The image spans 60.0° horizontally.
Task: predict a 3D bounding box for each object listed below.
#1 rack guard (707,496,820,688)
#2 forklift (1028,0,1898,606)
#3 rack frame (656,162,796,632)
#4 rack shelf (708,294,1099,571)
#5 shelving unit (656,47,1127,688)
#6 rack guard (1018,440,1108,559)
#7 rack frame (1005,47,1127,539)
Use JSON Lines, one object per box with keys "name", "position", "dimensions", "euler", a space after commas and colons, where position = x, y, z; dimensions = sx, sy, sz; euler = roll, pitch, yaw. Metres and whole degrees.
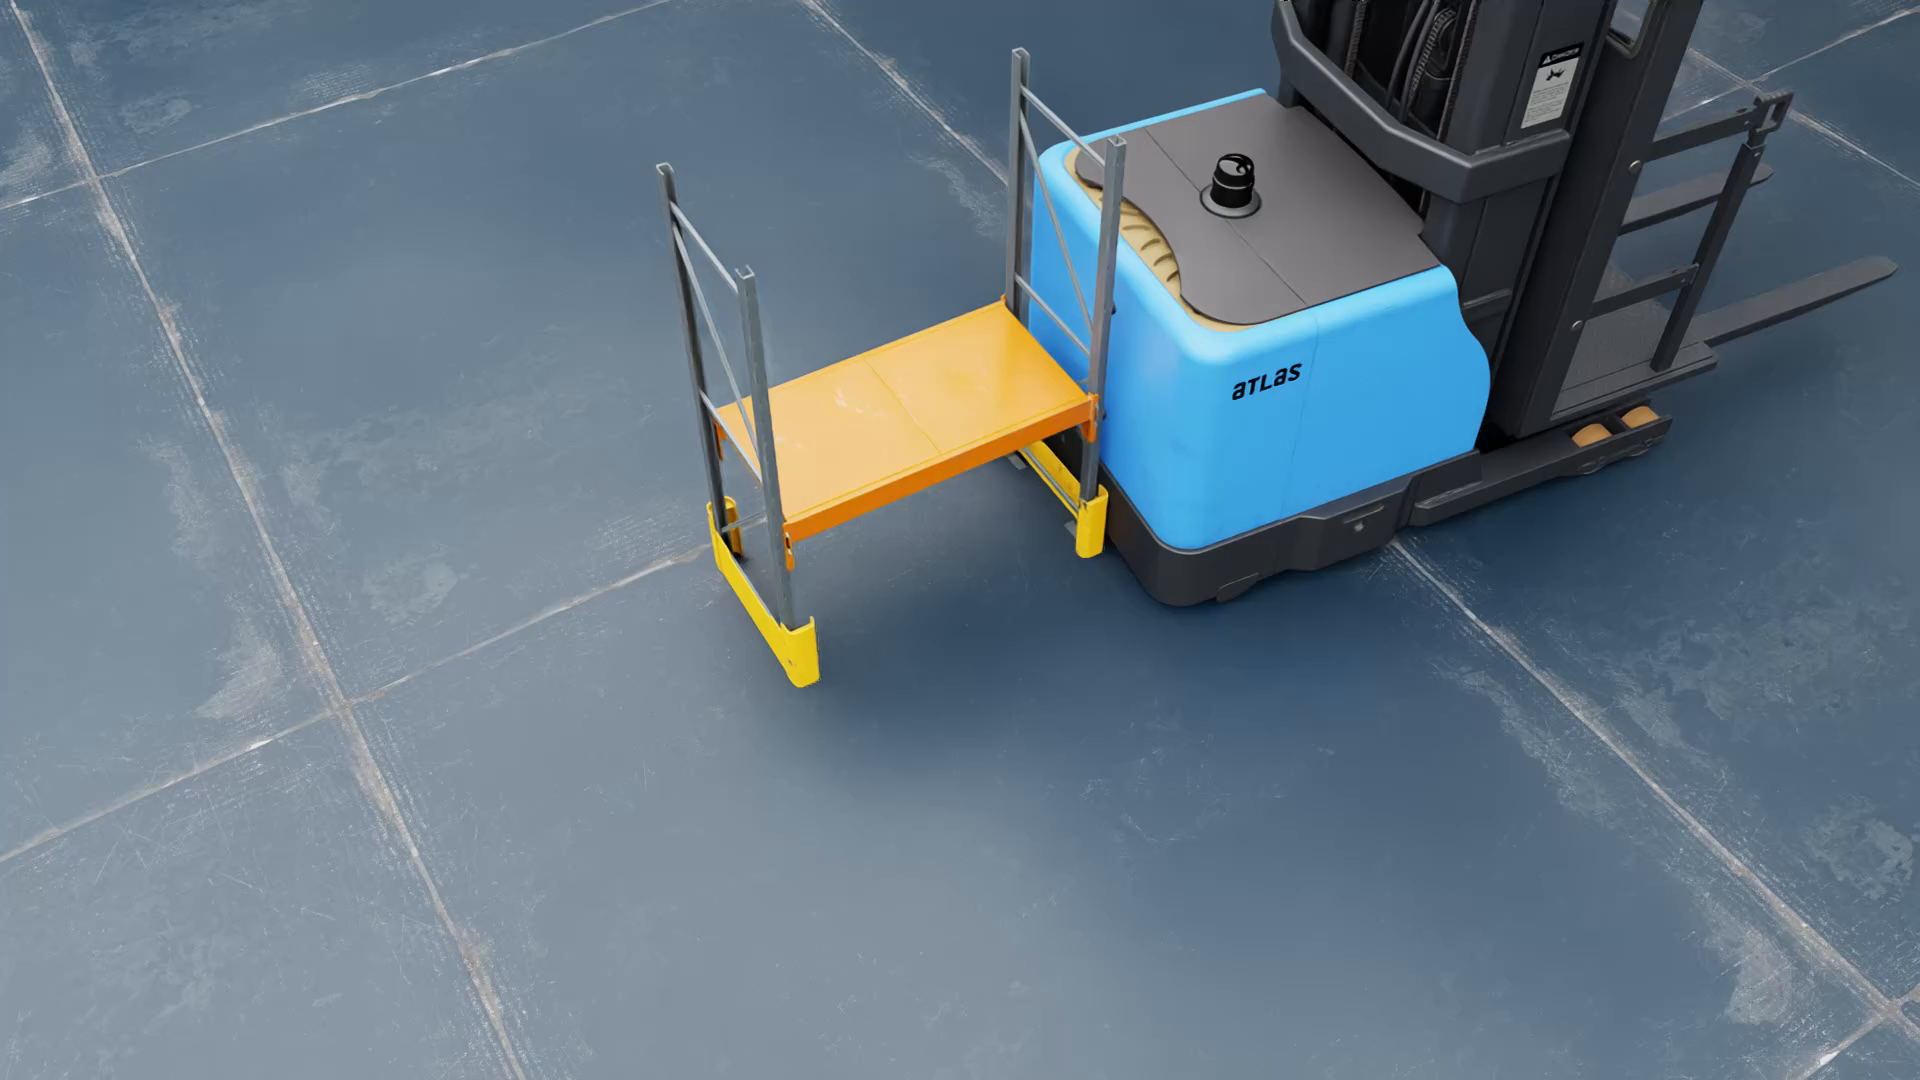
{"name": "rack guard", "position": [-0.587, 0.150, 4.949], "dimensions": [0.087, 0.250, 0.587], "euler": [-23, 52, -20]}
{"name": "forklift", "position": [1.763, -1.532, 4.651], "dimensions": [3.031, 2.935, 1.130], "euler": [-19, 51, -16]}
{"name": "rack frame", "position": [-0.604, -0.259, 4.476], "dimensions": [0.032, 1.500, 0.500], "euler": [-23, 52, -20]}
{"name": "rack shelf", "position": [-0.165, -0.330, 4.780], "dimensions": [1.000, 0.185, 0.538], "euler": [-23, 52, -20]}
{"name": "shelving unit", "position": [-0.157, -0.453, 4.649], "dimensions": [1.083, 1.500, 0.587], "euler": [-23, 52, -20]}
{"name": "rack guard", "position": [0.274, -0.224, 5.282], "dimensions": [0.087, 0.250, 0.587], "euler": [-23, 52, -20]}
{"name": "rack frame", "position": [0.275, -0.640, 4.816], "dimensions": [0.032, 1.500, 0.500], "euler": [-23, 52, -20]}
